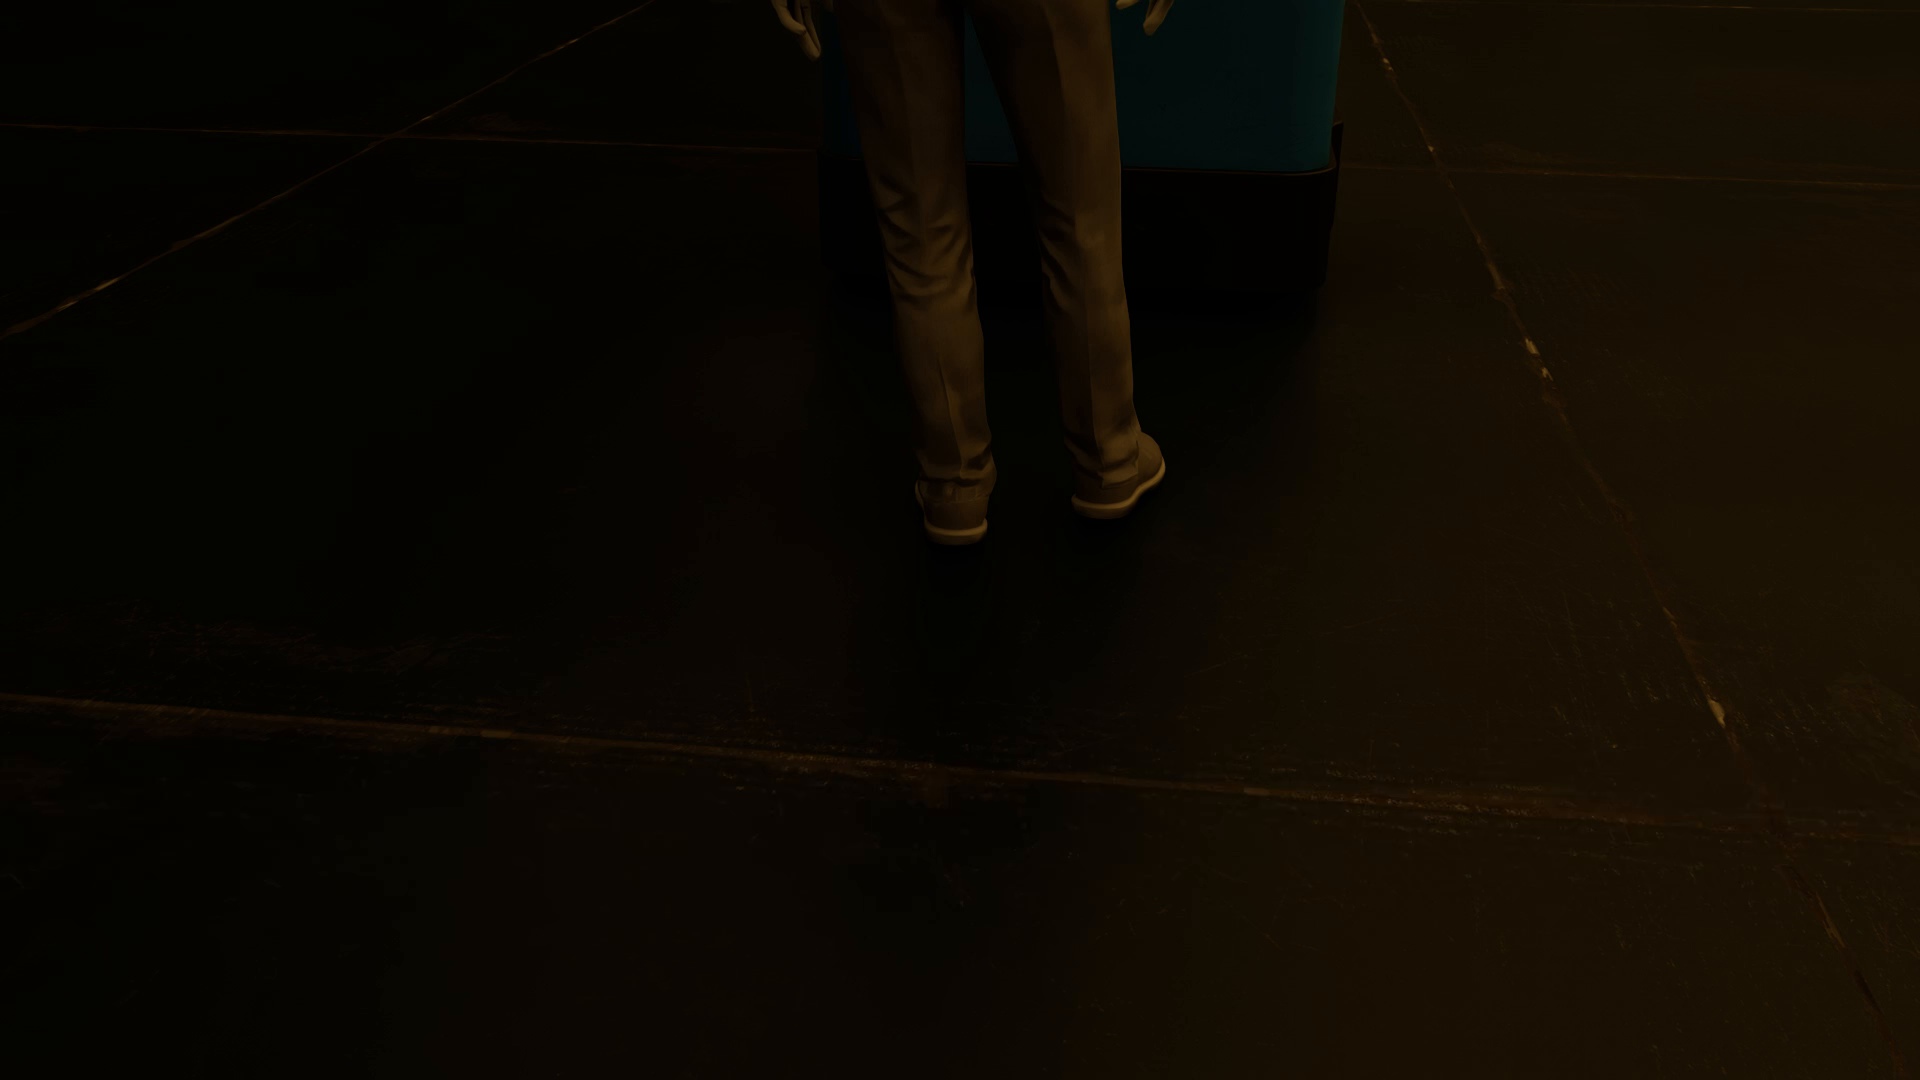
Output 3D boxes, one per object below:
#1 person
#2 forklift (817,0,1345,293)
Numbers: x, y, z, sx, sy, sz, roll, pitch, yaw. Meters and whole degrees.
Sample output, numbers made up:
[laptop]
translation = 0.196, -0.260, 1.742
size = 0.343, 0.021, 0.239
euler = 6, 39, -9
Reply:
[person]
translation = 0.016, -0.795, 2.178
size = 0.586, 1.694, 0.532
euler = 3, 27, 7
[forklift]
translation = 0.423, -2.436, 4.101
size = 1.130, 2.935, 3.031
euler = 4, 27, 7
